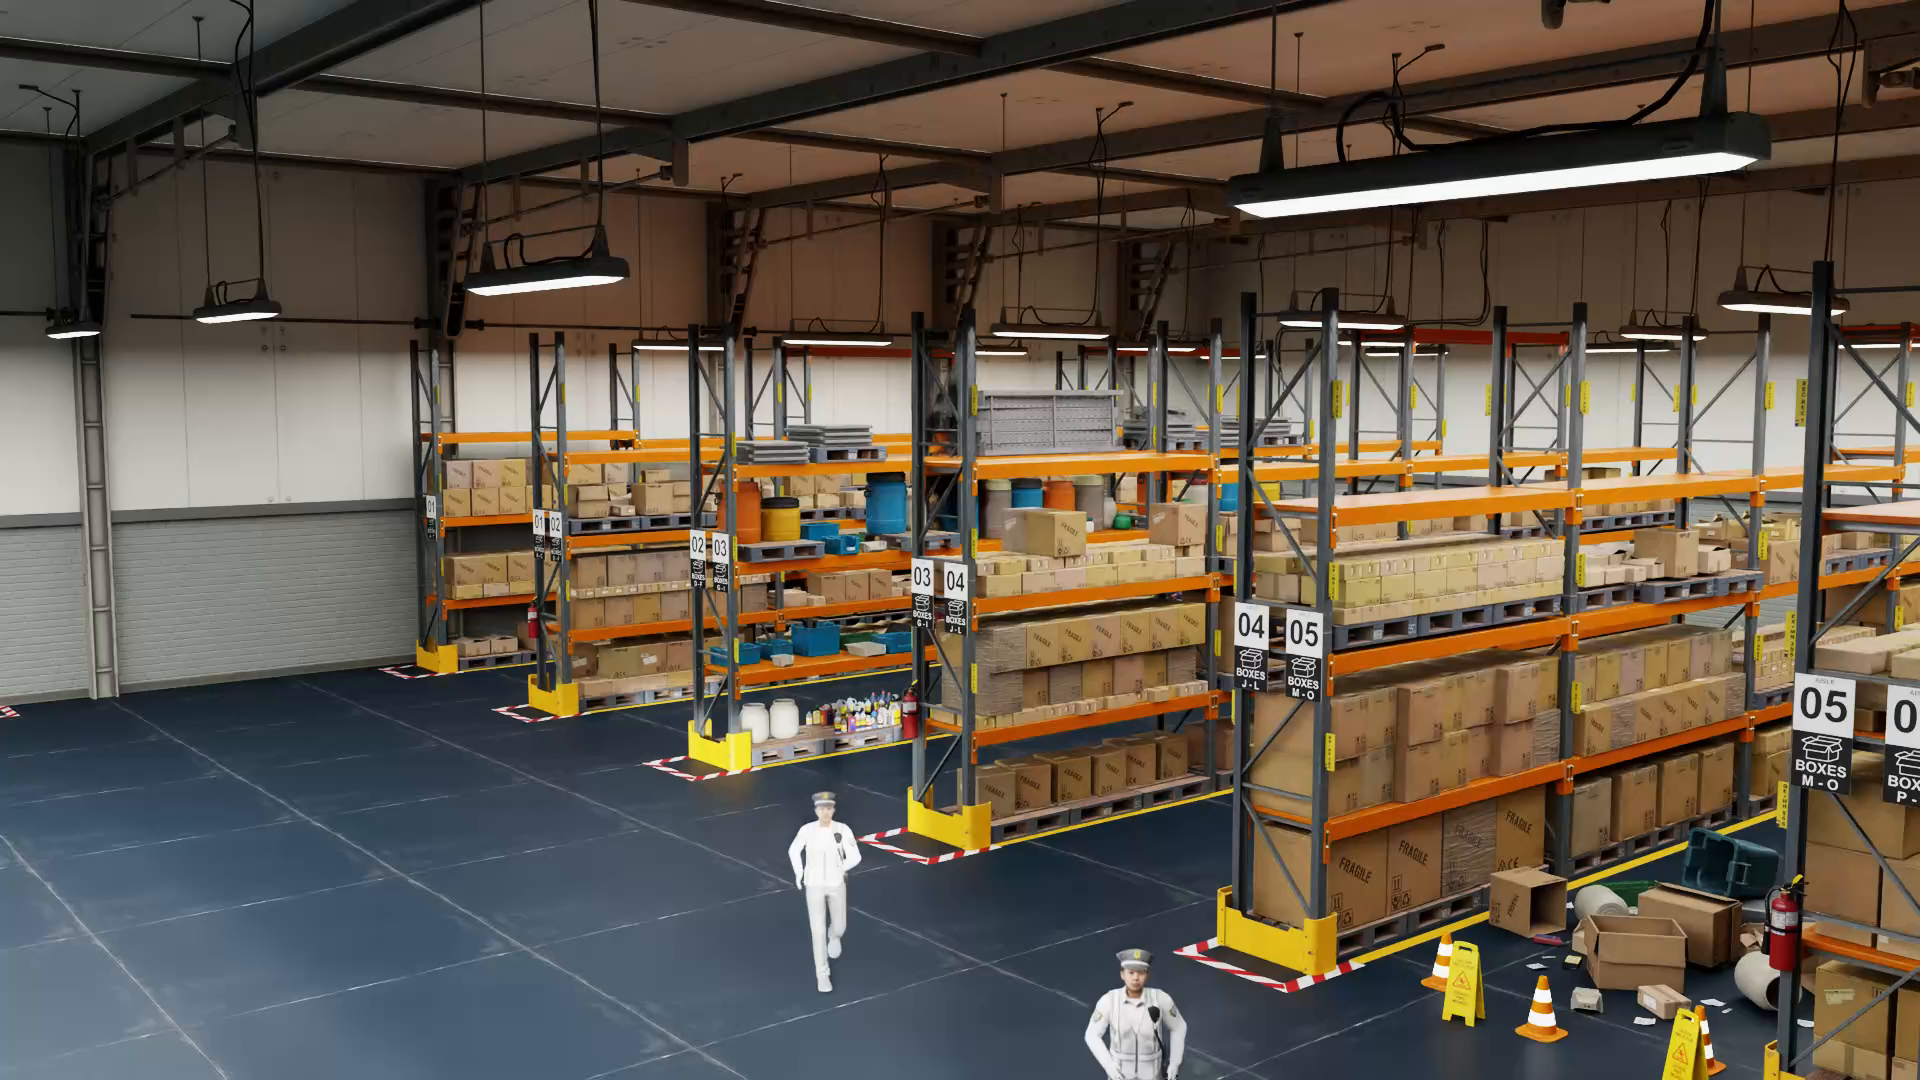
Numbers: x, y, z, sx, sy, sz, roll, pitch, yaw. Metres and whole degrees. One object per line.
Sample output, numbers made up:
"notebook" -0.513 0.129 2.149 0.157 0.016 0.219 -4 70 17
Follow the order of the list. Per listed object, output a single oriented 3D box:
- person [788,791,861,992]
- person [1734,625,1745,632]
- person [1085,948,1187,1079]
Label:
"person" -1.175 2.996 14.464 0.626 1.660 0.824 -1 5 -6
"person" 11.529 2.085 24.469 0.658 1.686 0.581 -4 6 -34
"person" 1.113 3.382 10.502 0.652 1.665 0.541 0 5 3
